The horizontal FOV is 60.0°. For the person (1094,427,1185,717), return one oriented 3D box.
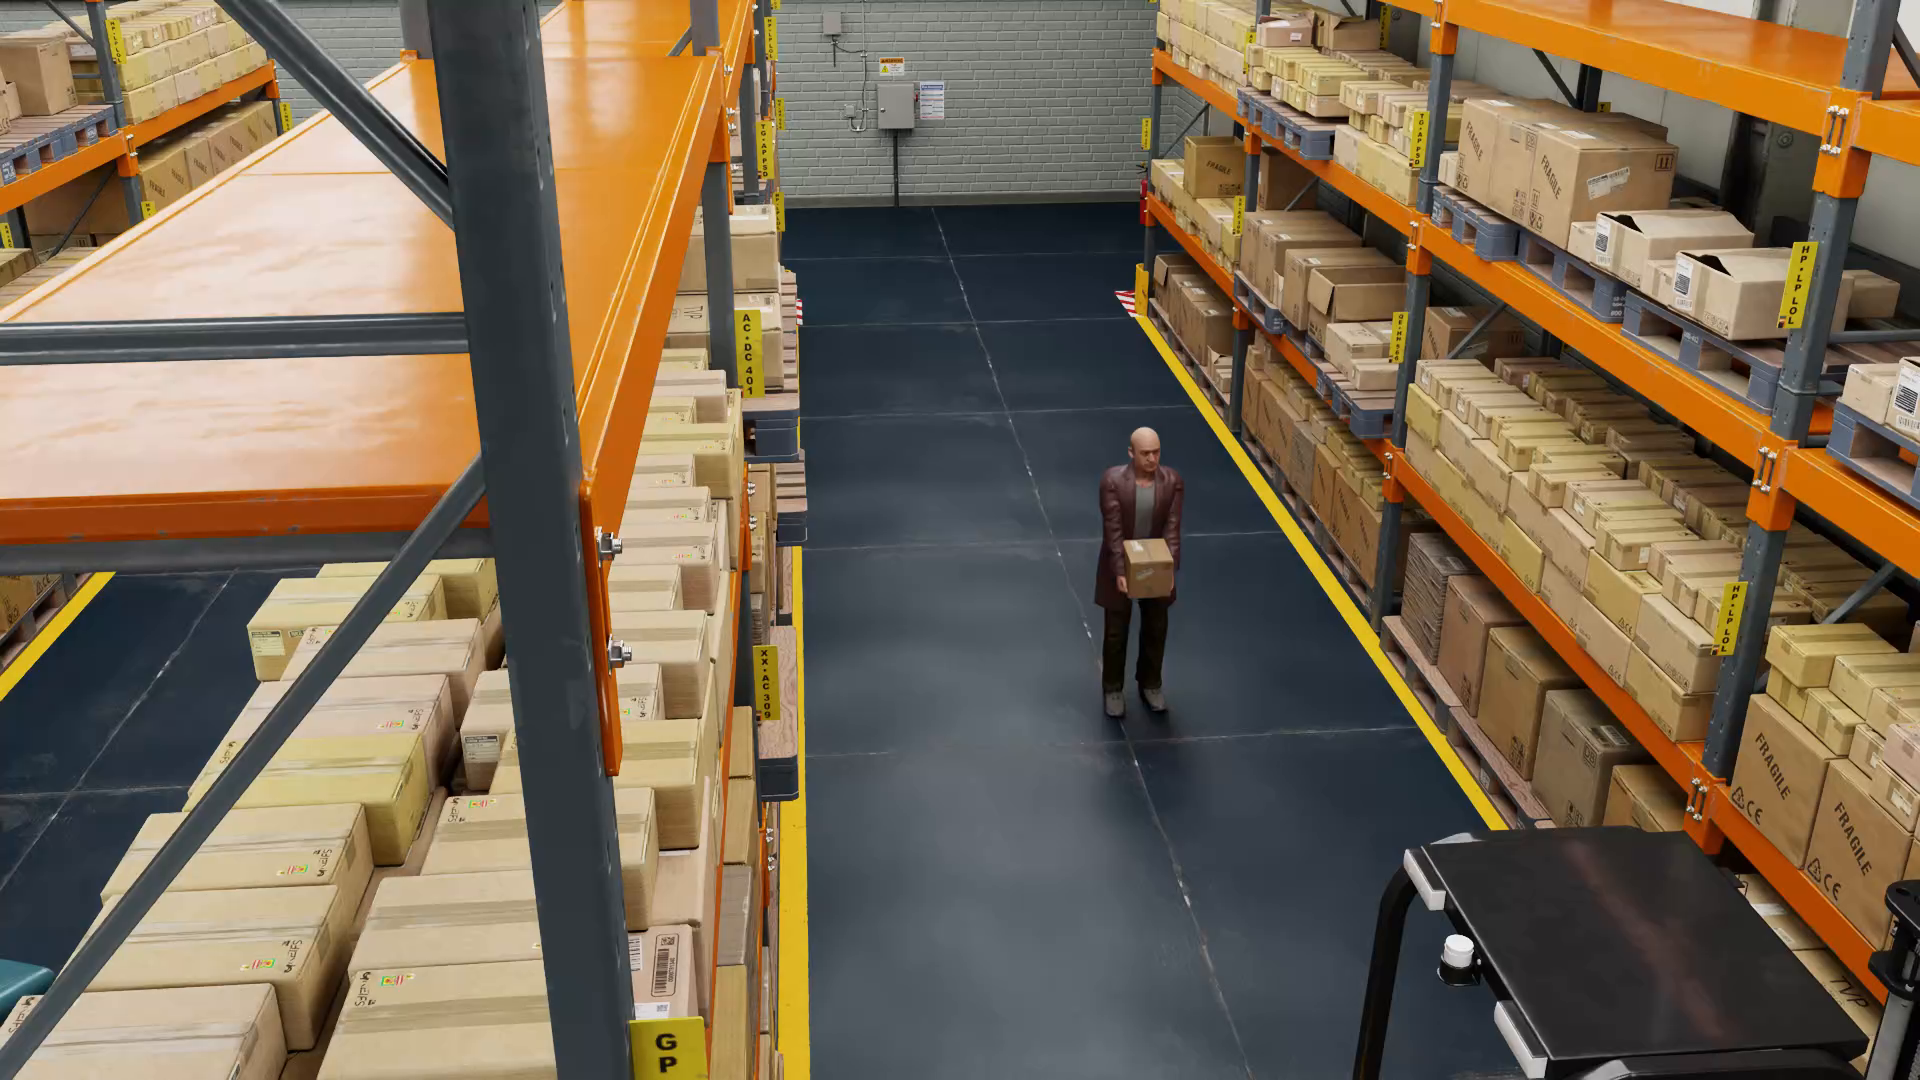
[{"bbox_3d":[1.070,0.206,9.886,0.525,1.779,0.558,-3,24,-6],"label":"person"}]
